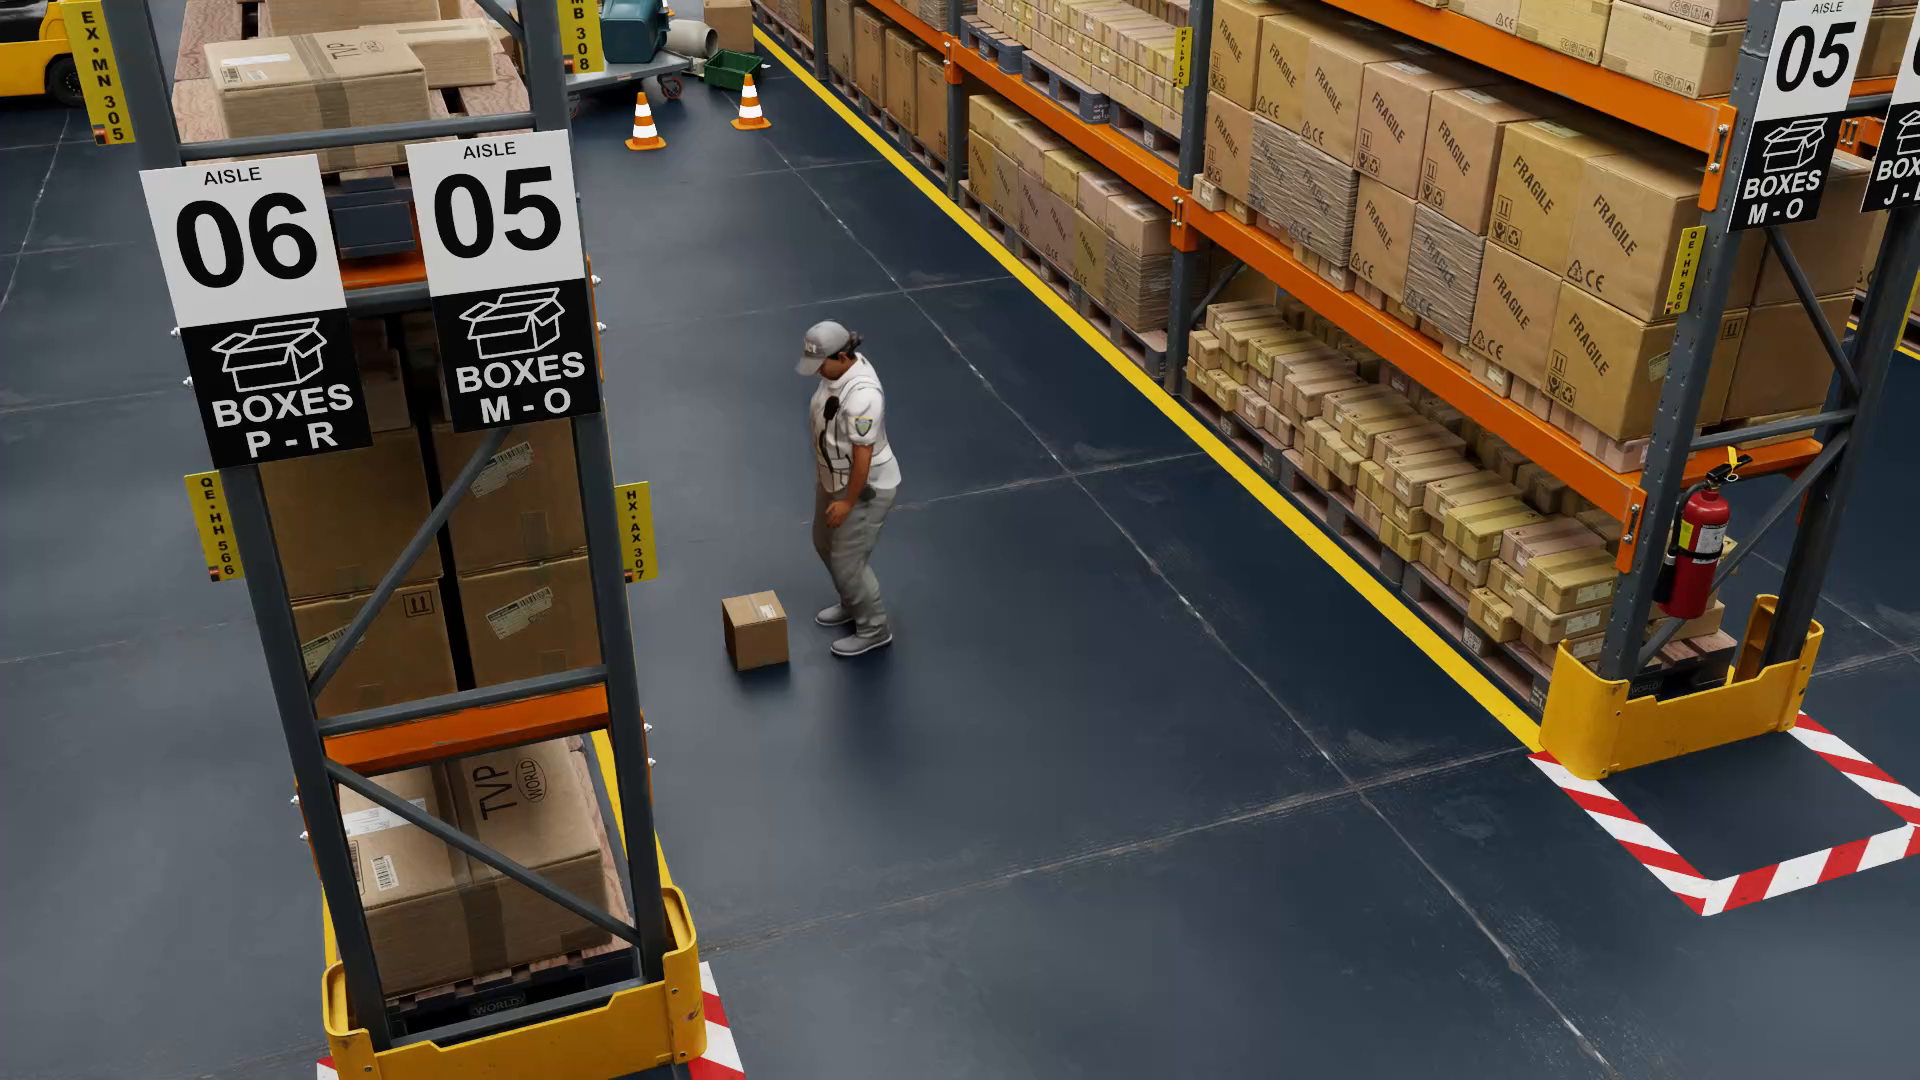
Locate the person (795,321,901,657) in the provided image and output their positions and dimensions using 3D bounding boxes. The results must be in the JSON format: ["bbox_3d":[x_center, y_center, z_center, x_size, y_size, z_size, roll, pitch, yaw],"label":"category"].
[{"bbox_3d":[-0.504,-0.240,7.587,0.450,1.633,0.489,-10,31,-16],"label":"person"}]
